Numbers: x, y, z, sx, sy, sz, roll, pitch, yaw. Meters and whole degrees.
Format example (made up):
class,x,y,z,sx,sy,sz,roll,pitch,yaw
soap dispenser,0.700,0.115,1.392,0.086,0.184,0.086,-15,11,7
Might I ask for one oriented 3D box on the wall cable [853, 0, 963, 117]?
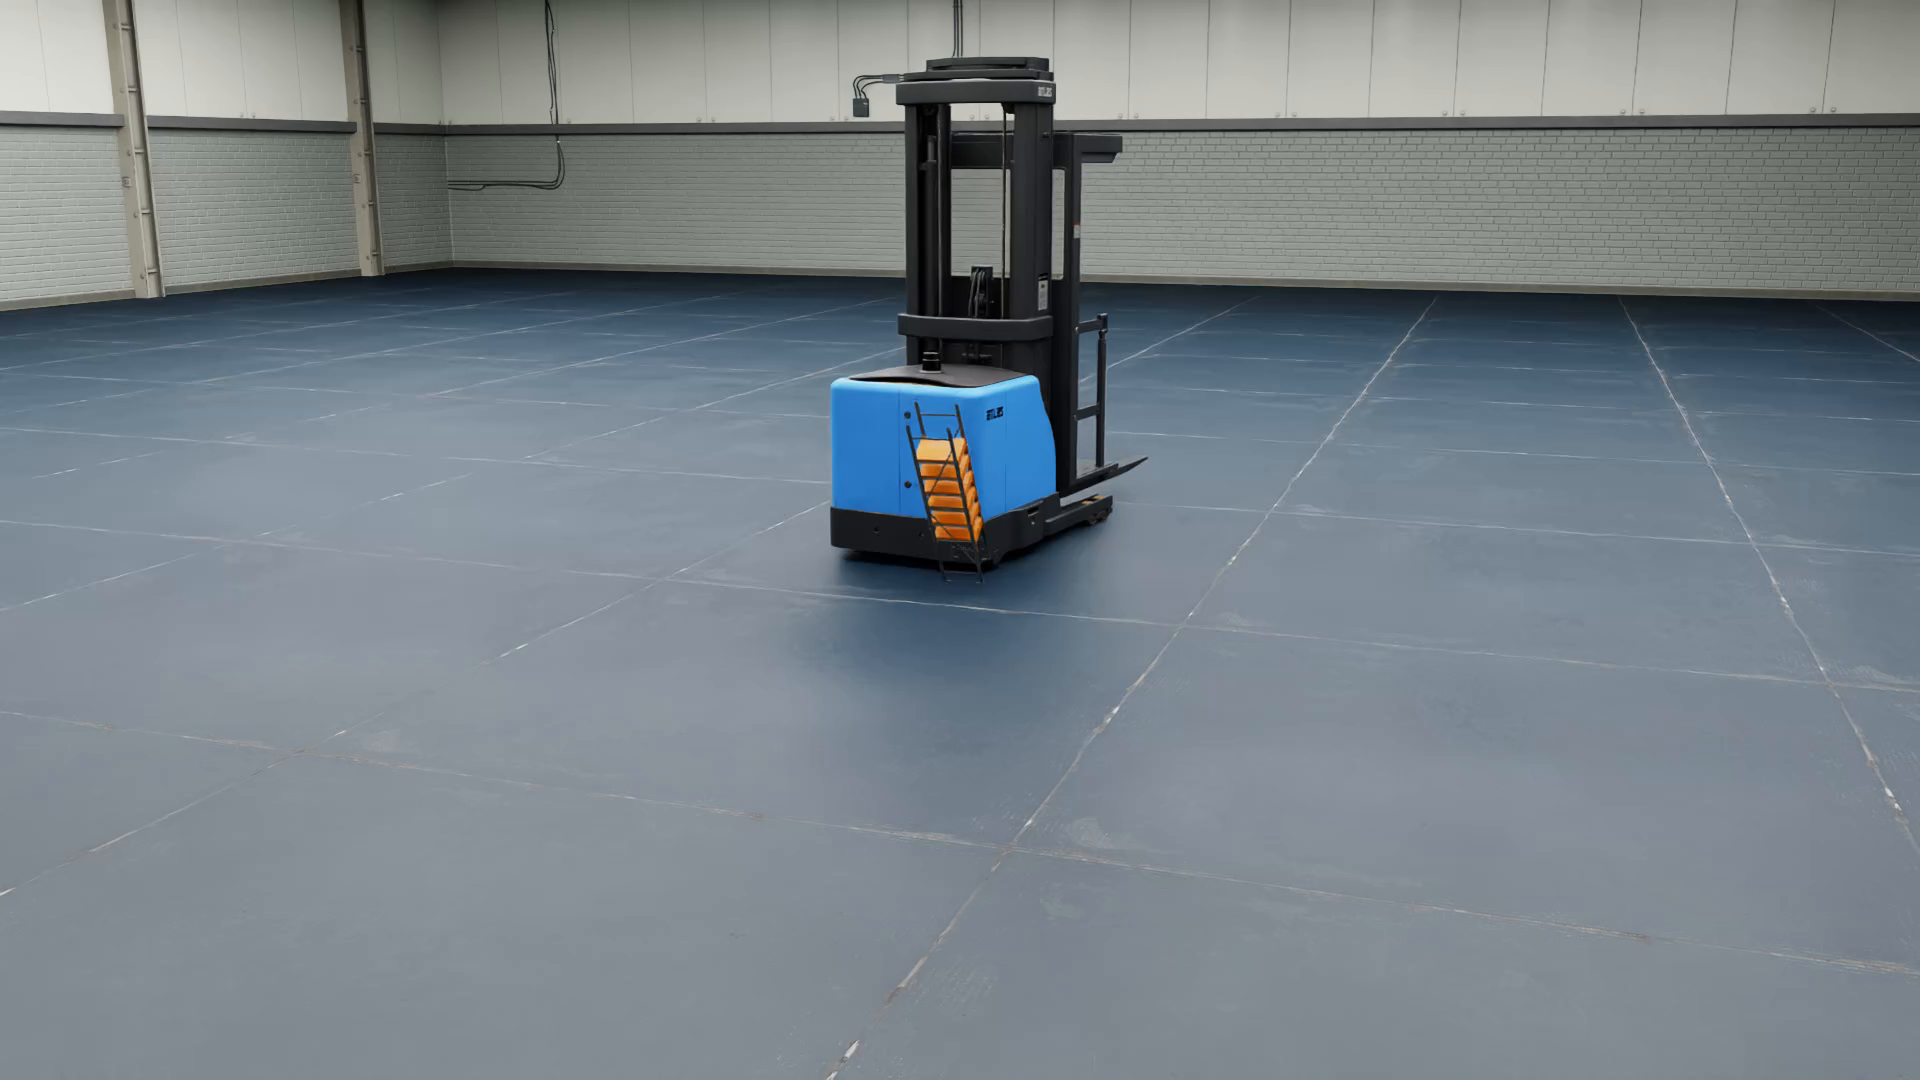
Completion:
class,x,y,z,sx,sy,sz,roll,pitch,yaw
wall cable,-1.053,-11.396,32.553,2.305,6.003,0.169,4,14,18

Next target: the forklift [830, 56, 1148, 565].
class,x,y,z,sx,sy,sz,roll,pitch,yaw
forklift,0.364,-1.565,10.758,1.130,2.935,3.031,7,15,28

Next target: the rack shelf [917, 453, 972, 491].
class,x,y,z,sx,sy,sz,roll,pitch,yaw
rack shelf,-0.082,-0.371,8.911,0.258,0.103,0.180,4,48,16

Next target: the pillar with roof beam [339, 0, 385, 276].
class,x,y,z,sx,sy,sz,roll,pitch,yaw
pillar with roof beam,-8.162,-9.590,32.282,9.100,9.000,0.400,4,14,18

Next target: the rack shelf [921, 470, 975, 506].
class,x,y,z,sx,sy,sz,roll,pitch,yaw
rack shelf,-0.064,-0.289,8.996,0.258,0.103,0.180,4,48,16

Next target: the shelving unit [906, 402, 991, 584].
class,x,y,z,sx,sy,sz,roll,pitch,yaw
shelving unit,-0.052,-0.237,9.050,0.258,1.200,0.189,4,48,16

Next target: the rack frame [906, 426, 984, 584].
class,x,y,z,sx,sy,sz,roll,pitch,yaw
rack frame,-0.073,-0.171,8.991,0.240,1.200,0.006,4,48,16

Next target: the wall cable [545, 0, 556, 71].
class,x,y,z,sx,sy,sz,roll,pitch,yaw
wall cable,-7.471,-11.179,34.871,3.097,2.526,0.112,4,14,18

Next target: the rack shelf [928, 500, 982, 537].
class,x,y,z,sx,sy,sz,roll,pitch,yaw
rack shelf,-0.026,-0.125,9.168,0.258,0.103,0.180,4,48,16

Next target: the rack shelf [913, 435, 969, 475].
class,x,y,z,sx,sy,sz,roll,pitch,yaw
rack shelf,-0.101,-0.453,8.825,0.258,0.103,0.180,4,48,16

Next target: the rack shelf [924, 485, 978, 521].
class,x,y,z,sx,sy,sz,roll,pitch,yaw
rack shelf,-0.045,-0.207,9.082,0.258,0.103,0.180,4,48,16

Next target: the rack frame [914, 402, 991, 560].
class,x,y,z,sx,sy,sz,roll,pitch,yaw
rack frame,-0.031,-0.304,9.110,0.240,1.200,0.006,4,48,16

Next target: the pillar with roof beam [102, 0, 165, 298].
class,x,y,z,sx,sy,sz,roll,pitch,yaw
pillar with roof beam,-10.103,-8.327,26.747,9.100,9.000,0.400,4,14,18

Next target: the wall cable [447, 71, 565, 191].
class,x,y,z,sx,sy,sz,roll,pitch,yaw
wall cable,-10.031,-8.911,36.286,3.097,2.526,0.112,4,14,18

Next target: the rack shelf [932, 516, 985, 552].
class,x,y,z,sx,sy,sz,roll,pitch,yaw
rack shelf,-0.008,-0.043,9.253,0.258,0.103,0.180,4,48,16
